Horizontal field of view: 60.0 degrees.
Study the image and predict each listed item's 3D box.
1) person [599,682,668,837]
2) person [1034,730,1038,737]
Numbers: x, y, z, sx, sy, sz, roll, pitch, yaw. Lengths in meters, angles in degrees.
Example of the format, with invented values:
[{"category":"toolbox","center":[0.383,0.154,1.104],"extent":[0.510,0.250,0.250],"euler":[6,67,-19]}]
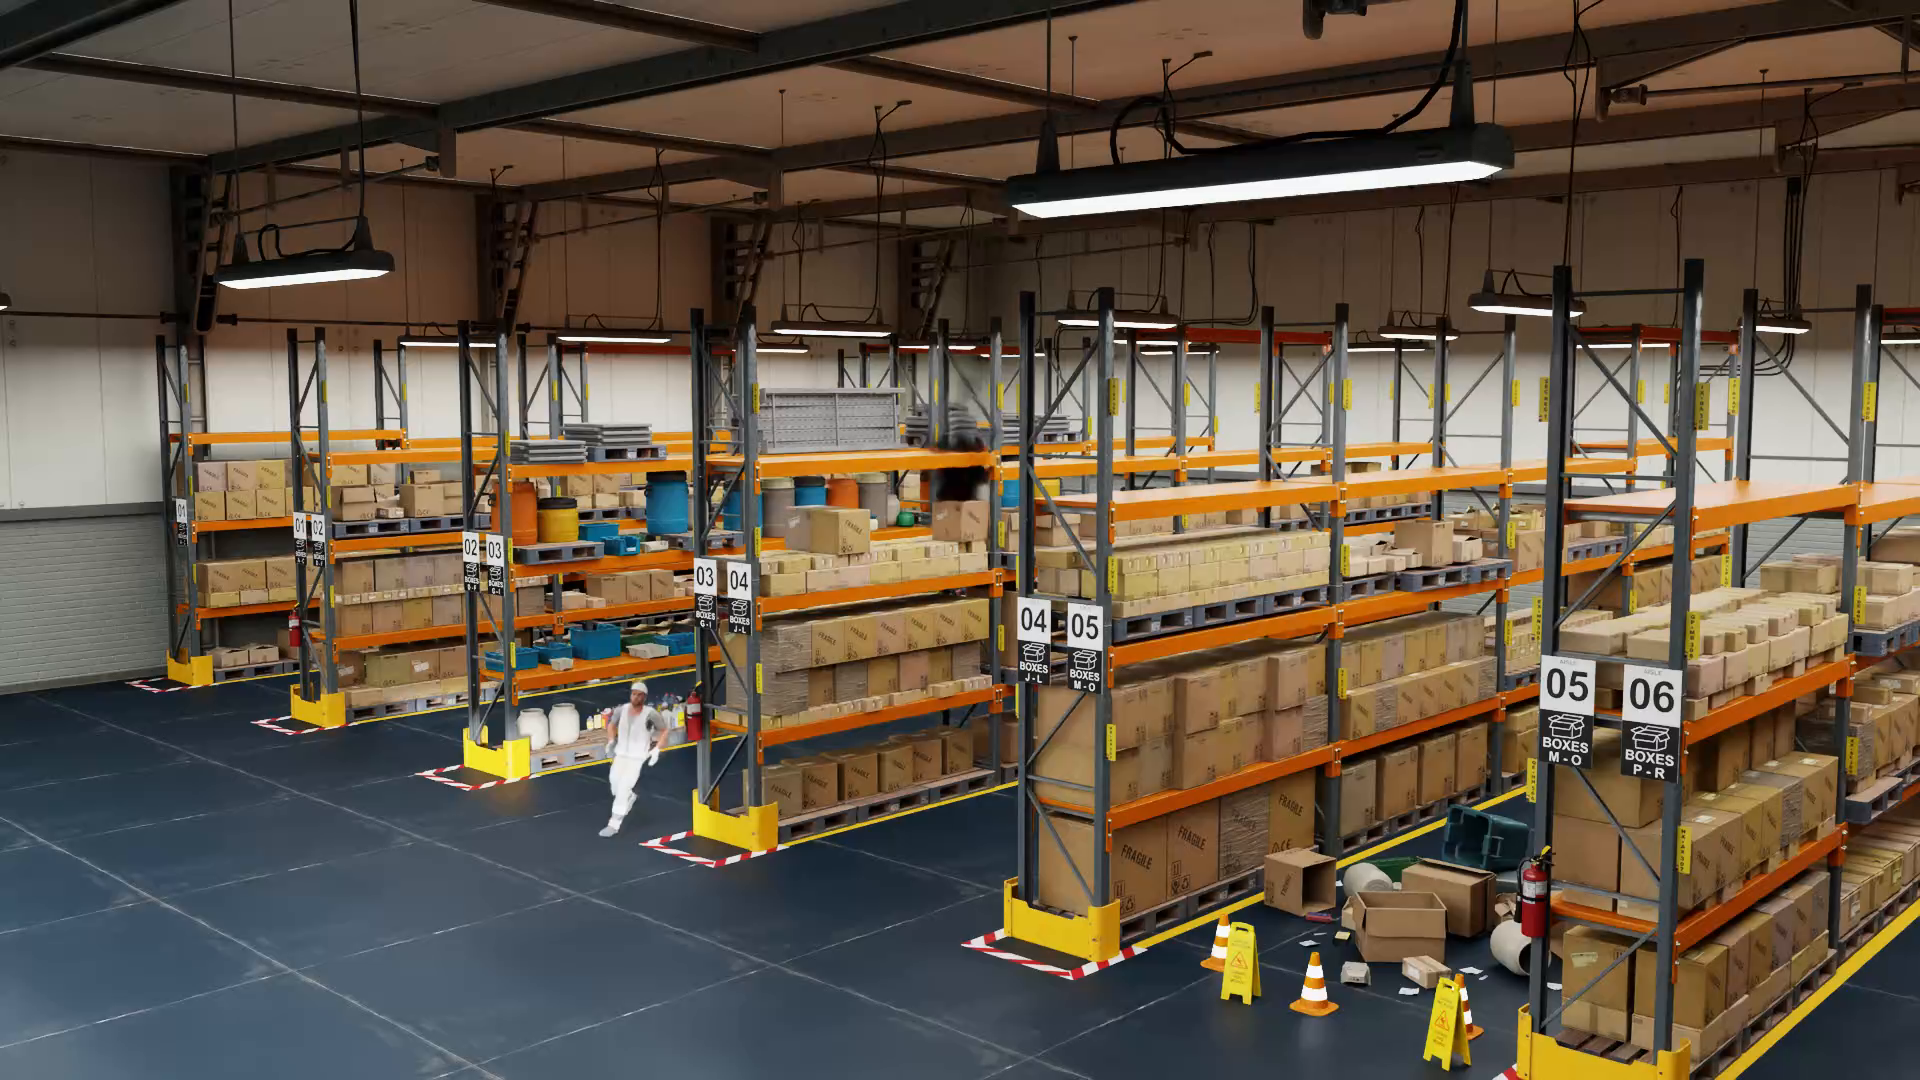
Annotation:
[{"category":"person","center":[-3.760,2.498,19.174],"extent":[0.718,1.735,0.865],"euler":[1,6,15]},{"category":"person","center":[1.051,2.595,18.259],"extent":[0.603,1.707,0.885],"euler":[3,6,26]}]
